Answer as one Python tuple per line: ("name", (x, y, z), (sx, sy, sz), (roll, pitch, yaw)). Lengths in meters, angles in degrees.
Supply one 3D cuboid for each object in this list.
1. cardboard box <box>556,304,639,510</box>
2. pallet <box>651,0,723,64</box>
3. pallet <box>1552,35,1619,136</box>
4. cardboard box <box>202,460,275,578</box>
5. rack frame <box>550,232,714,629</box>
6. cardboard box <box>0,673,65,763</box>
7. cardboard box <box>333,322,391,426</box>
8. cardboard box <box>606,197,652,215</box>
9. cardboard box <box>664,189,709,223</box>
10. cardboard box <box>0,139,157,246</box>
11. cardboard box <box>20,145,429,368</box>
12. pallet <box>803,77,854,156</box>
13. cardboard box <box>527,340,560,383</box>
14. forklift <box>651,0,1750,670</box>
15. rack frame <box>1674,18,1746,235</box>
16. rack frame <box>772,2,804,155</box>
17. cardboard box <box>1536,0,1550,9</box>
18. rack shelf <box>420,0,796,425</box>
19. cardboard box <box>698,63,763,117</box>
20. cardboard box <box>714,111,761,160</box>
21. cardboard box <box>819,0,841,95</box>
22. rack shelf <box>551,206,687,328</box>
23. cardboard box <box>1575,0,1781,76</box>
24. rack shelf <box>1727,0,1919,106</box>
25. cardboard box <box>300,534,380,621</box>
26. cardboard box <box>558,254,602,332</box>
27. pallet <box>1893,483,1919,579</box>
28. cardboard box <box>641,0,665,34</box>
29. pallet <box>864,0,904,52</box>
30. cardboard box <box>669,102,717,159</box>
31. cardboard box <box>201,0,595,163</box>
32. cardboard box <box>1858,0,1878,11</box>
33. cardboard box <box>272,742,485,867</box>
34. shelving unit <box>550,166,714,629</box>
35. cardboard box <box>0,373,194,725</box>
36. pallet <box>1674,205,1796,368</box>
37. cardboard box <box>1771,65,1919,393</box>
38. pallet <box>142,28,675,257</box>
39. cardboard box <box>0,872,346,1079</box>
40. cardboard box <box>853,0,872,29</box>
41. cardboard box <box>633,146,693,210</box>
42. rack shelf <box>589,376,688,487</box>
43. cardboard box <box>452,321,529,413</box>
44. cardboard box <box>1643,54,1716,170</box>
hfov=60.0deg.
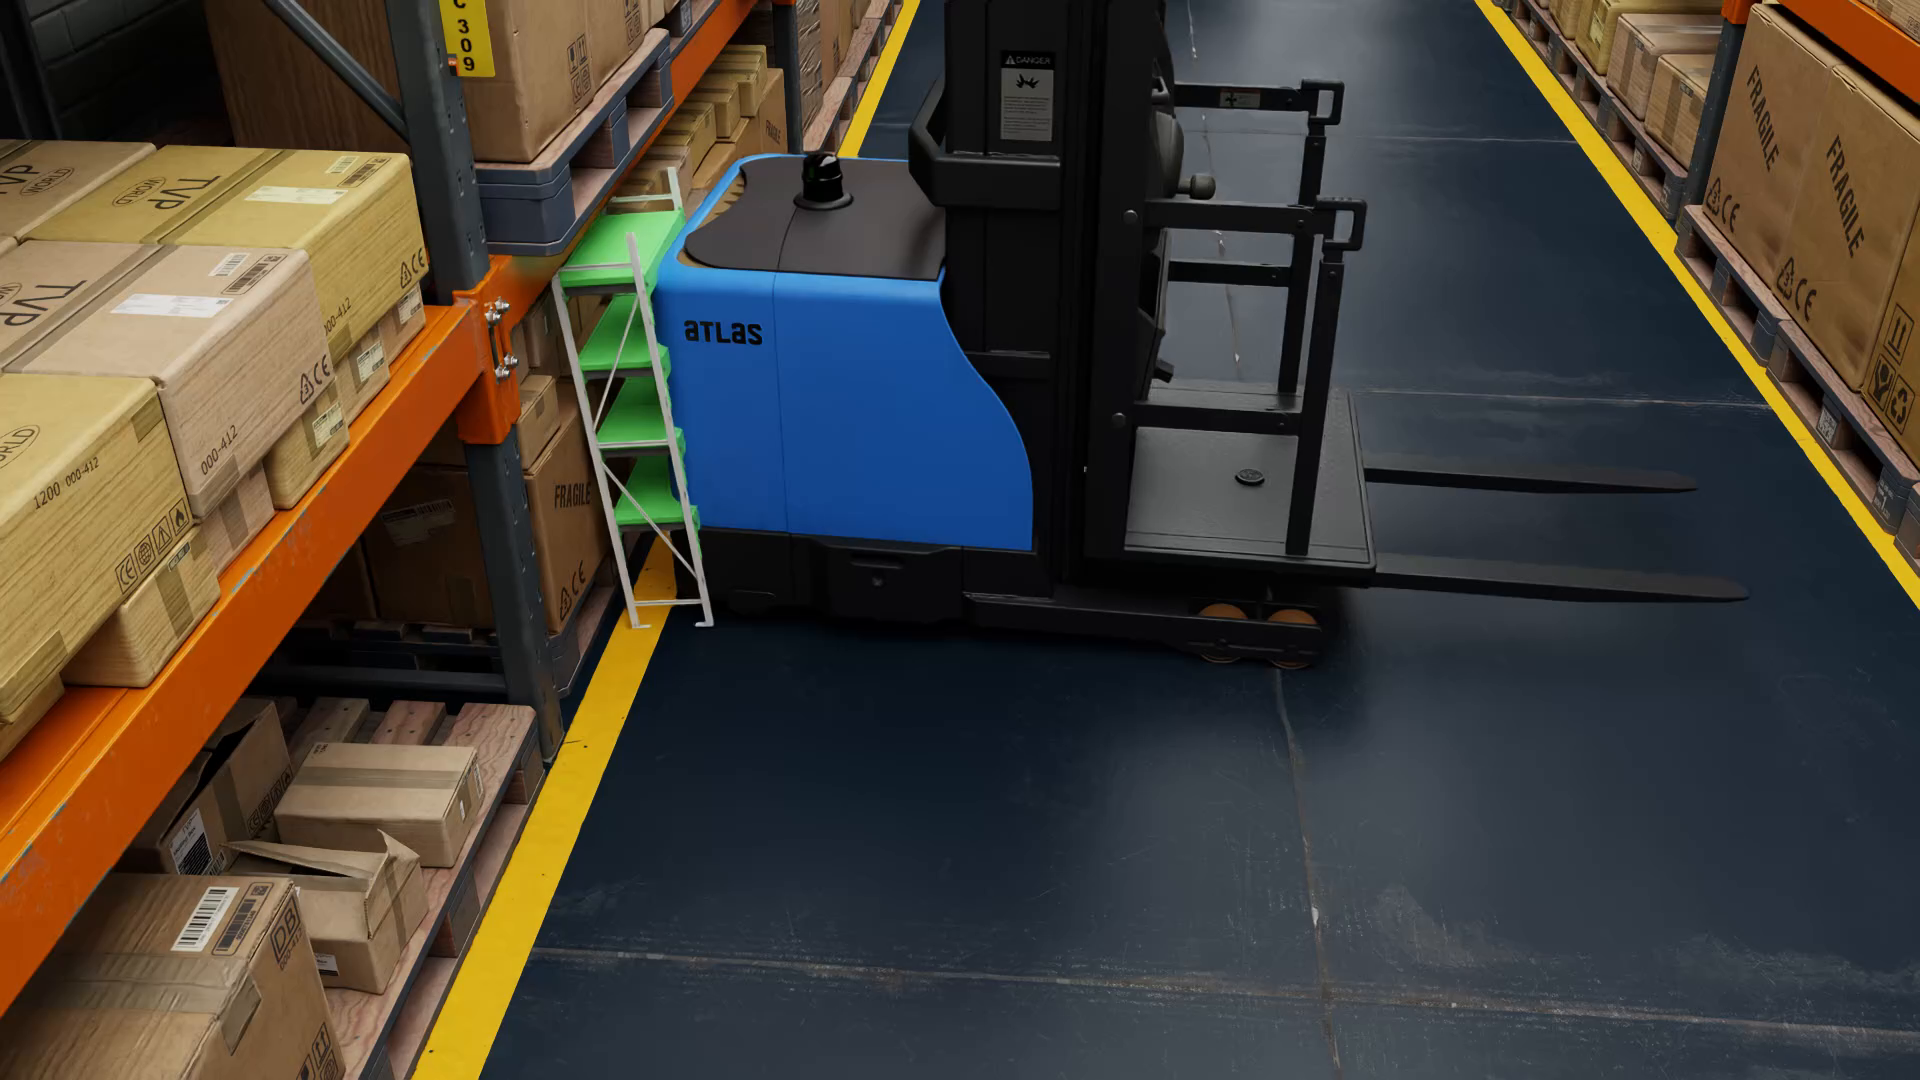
("cardboard box", (-1.251, -0.382, 4.993), (0.500, 0.500, 0.500), (2, 32, 3))
("pallet", (-1.376, -1.738, 5.394), (1.003, 0.211, 1.213), (2, 32, 4))
("pallet", (3.892, -2.484, 9.080), (1.003, 0.211, 1.213), (2, 32, 4))
("cardboard box", (-1.368, -0.051, 2.713), (0.380, 0.149, 0.250), (3, 32, 5))
("rack frame", (-0.884, -0.258, 4.504), (0.240, 1.200, 0.015), (-2, 32, 6))
("cardboard box", (-1.493, 0.214, 2.283), (0.380, 0.149, 0.250), (3, 32, 5))
("cardboard box", (-1.322, -0.324, 3.156), (0.380, 0.149, 0.250), (3, 32, 5))
("cardboard box", (-1.210, -0.998, 5.374), (0.380, 0.149, 0.250), (4, 32, 6))
("cardboard box", (-1.158, -0.914, 5.856), (0.500, 0.500, 0.500), (1, 32, 2))
("cardboard box", (-1.858, -0.561, 3.160), (0.500, 0.250, 0.500), (2, 32, 3))
("cardboard box", (-1.347, -0.531, 3.113), (0.500, 0.250, 0.500), (3, 32, 5))
("pallet", (-1.117, -2.079, 8.422), (1.003, 0.211, 1.213), (2, 32, 4))
("cardboard box", (-1.309, -0.460, 4.502), (0.380, 0.149, 0.250), (2, 32, 3))
("forklift", (0.719, -1.184, 4.378), (3.031, 2.935, 1.130), (4, 32, 7))
("rack frame", (3.725, -2.627, 6.653), (1.000, 3.000, 0.127), (2, 32, 4))
("rack frame", (-1.223, -2.837, 6.994), (1.000, 3.000, 0.127), (2, 32, 4))
("cardboard box", (4.010, -3.504, 10.181), (0.950, 0.372, 0.625), (3, 32, 5))
("rack shelf", (-1.386, -1.485, 5.486), (1.077, 0.370, 4.000), (2, 32, 4))
("cardboard box", (-1.002, -1.815, 6.699), (0.380, 0.149, 0.250), (1, 32, 1))
("cardboard box", (-1.094, -1.460, 6.742), (0.500, 0.500, 0.500), (2, 32, 3))
("cardboard box", (-1.113, -2.672, 8.590), (0.875, 0.625, 0.625), (3, 32, 6))
("rack shelf", (-0.906, -0.739, 4.491), (0.258, 0.148, 0.480), (-2, 32, 6))
("cardboard box", (3.900, -2.764, 8.981), (0.950, 0.372, 0.625), (3, 32, 6))
("rack shelf", (3.562, -1.275, 5.145), (1.077, 0.370, 4.000), (2, 32, 4))
("cardboard box", (-1.803, -0.129, 4.583), (0.500, 0.500, 0.500), (2, 32, 4))
("cardboard box", (-1.290, -0.739, 4.954), (0.380, 0.149, 0.250), (2, 32, 3))
("pallet", (3.387, 0.245, 4.651), (1.003, 0.211, 1.213), (2, 32, 4))
("cardboard box", (-1.053, -1.577, 4.678), (0.396, 0.266, 0.258), (4, 32, 6))
("pallet", (-0.918, -3.354, 10.492), (1.003, 0.211, 1.213), (2, 32, 4))
("cardboard box", (-1.134, -1.543, 6.258), (0.380, 0.149, 0.250), (3, 32, 5))
("cardboard box", (-1.286, -1.210, 3.859), (0.700, 0.500, 0.500), (3, 32, 5))
("cardboard box", (3.410, -2.049, 5.858), (0.500, 0.250, 0.500), (2, 32, 3))
("cardboard box", (-1.301, 0.593, 3.745), (0.380, 0.149, 0.250), (2, 32, 2))
("shelving unit", (-0.869, -0.387, 4.710), (0.258, 1.200, 0.503), (-2, 32, 6))
("cardboard box", (-1.427, -0.009, 2.264), (0.500, 0.250, 0.500), (2, 32, 4))
("pallet", (3.585, -1.031, 6.721), (1.003, 0.211, 1.213), (2, 32, 4))
("cardboard box", (3.509, -1.077, 5.764), (0.875, 0.875, 0.875), (3, 32, 5))
("pallet", (-1.375, -1.077, 4.321), (1.003, 0.211, 1.213), (2, 32, 4))
("cardboard box", (-1.537, 0.928, 2.868), (0.700, 0.500, 0.500), (1, 32, 2))
("cardboard box", (-0.999, -3.418, 9.800), (0.875, 0.625, 0.625), (2, 32, 3))
("cardboard box", (-1.146, -1.266, 5.810), (0.380, 0.149, 0.250), (1, 32, 2))
("rack shelf", (-0.863, -0.333, 4.743), (0.258, 0.148, 0.480), (-2, 32, 6))
("cardboard box", (-1.314, -0.441, 4.188), (0.380, 0.149, 0.250), (2, 32, 3))
("cardboard box", (3.781, -1.982, 7.711), (0.950, 0.372, 0.625), (0, 32, 1))
